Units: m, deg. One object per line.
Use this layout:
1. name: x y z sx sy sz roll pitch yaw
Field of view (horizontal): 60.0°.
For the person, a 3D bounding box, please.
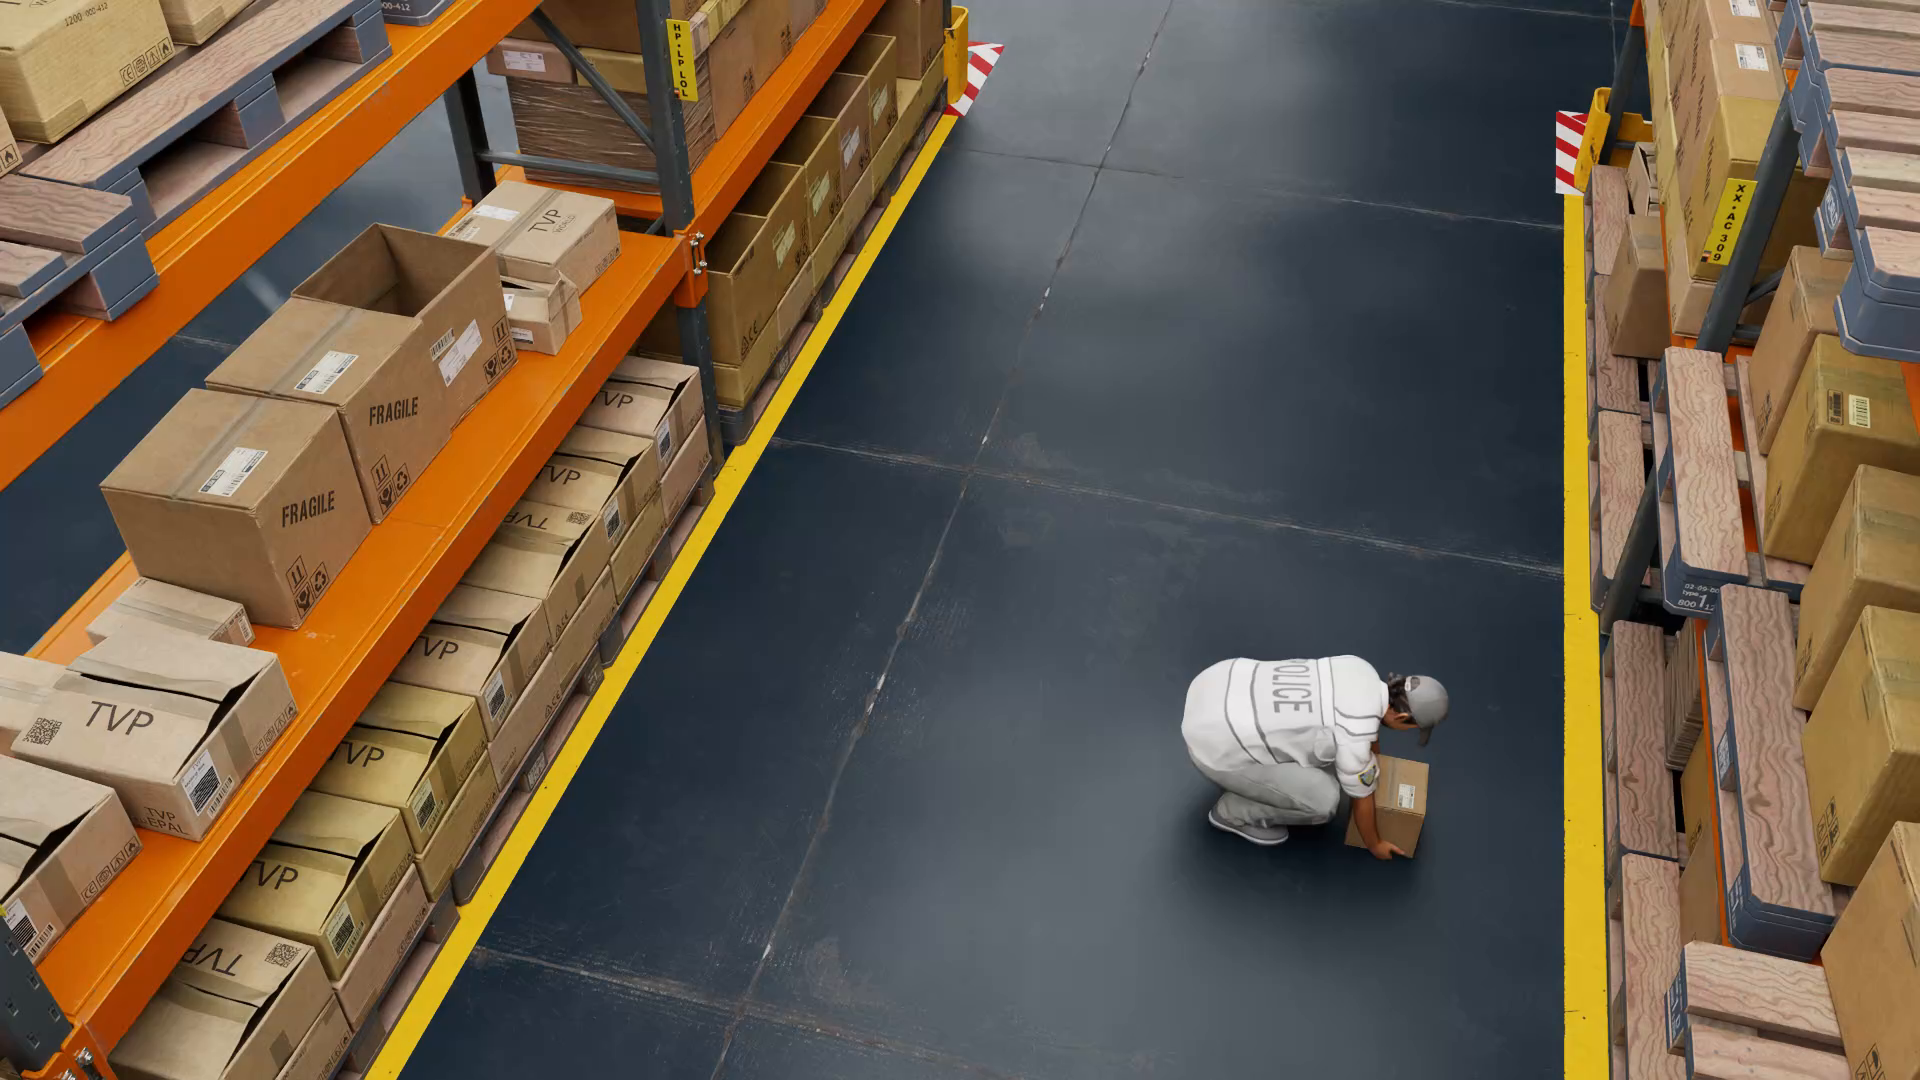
1. person: 1.261 0.754 6.046 0.910 0.796 0.520 9 42 11
